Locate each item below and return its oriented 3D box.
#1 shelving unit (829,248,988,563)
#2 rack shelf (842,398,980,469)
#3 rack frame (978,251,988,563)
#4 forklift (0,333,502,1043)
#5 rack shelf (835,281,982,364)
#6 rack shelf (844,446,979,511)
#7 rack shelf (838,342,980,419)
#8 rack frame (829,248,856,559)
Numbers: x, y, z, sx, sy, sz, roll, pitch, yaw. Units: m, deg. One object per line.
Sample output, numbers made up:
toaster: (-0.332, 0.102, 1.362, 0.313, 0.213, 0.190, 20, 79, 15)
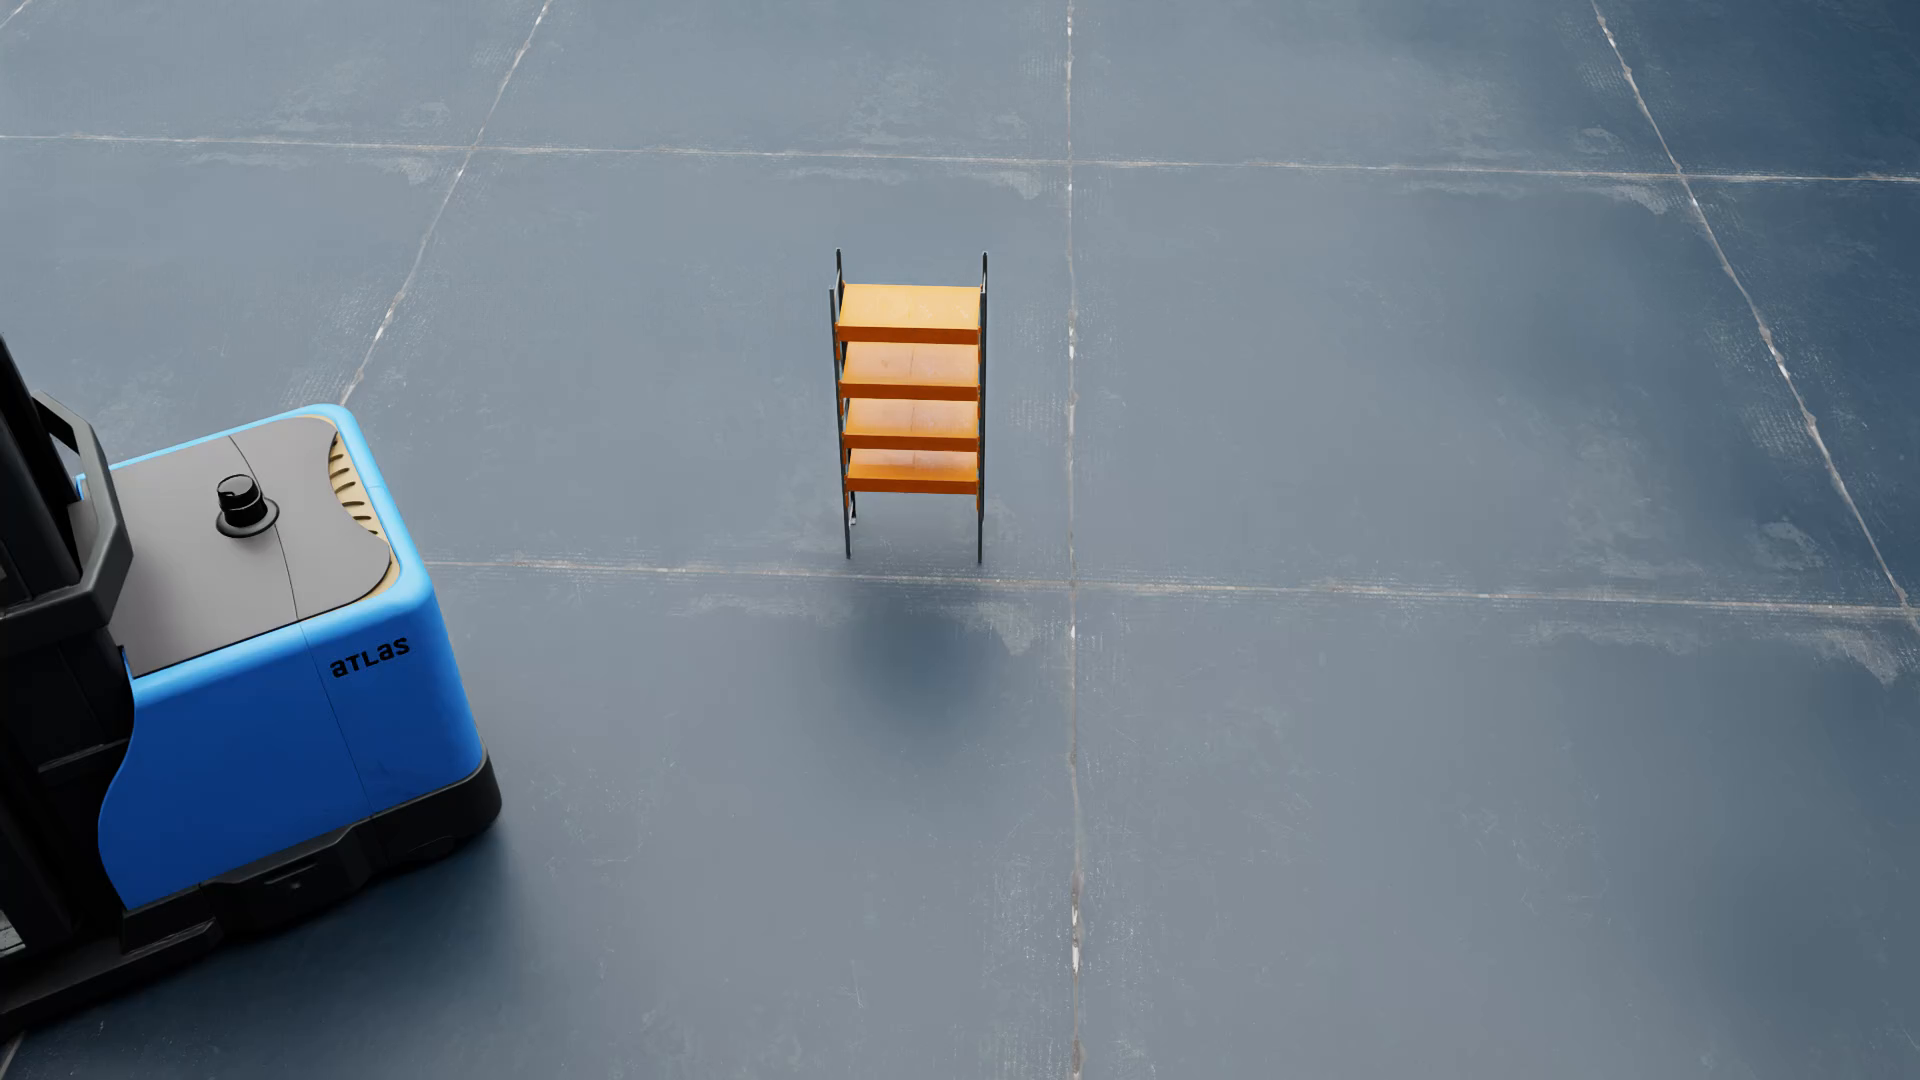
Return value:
shelving unit: (-0.165, -0.444, 5.846, 0.503, 1.200, 0.258, 2, 43, 2)
rack shelf: (-0.165, -0.395, 5.892, 0.480, 0.148, 0.258, 2, 43, 2)
rack frame: (0.078, -0.437, 5.838, 0.015, 1.200, 0.240, 2, 43, 2)
forklift: (-2.984, 0.046, 4.050, 3.031, 2.935, 1.130, -21, 47, -21)
rack shelf: (-0.165, -0.732, 5.579, 0.480, 0.148, 0.258, 2, 43, 2)
rack shelf: (-0.165, -0.250, 6.028, 0.480, 0.148, 0.258, 2, 43, 2)
rack shelf: (-0.165, -0.559, 5.740, 0.480, 0.148, 0.258, 2, 43, 2)
rack frame: (-0.409, -0.452, 5.855, 0.015, 1.200, 0.240, 2, 43, 2)
